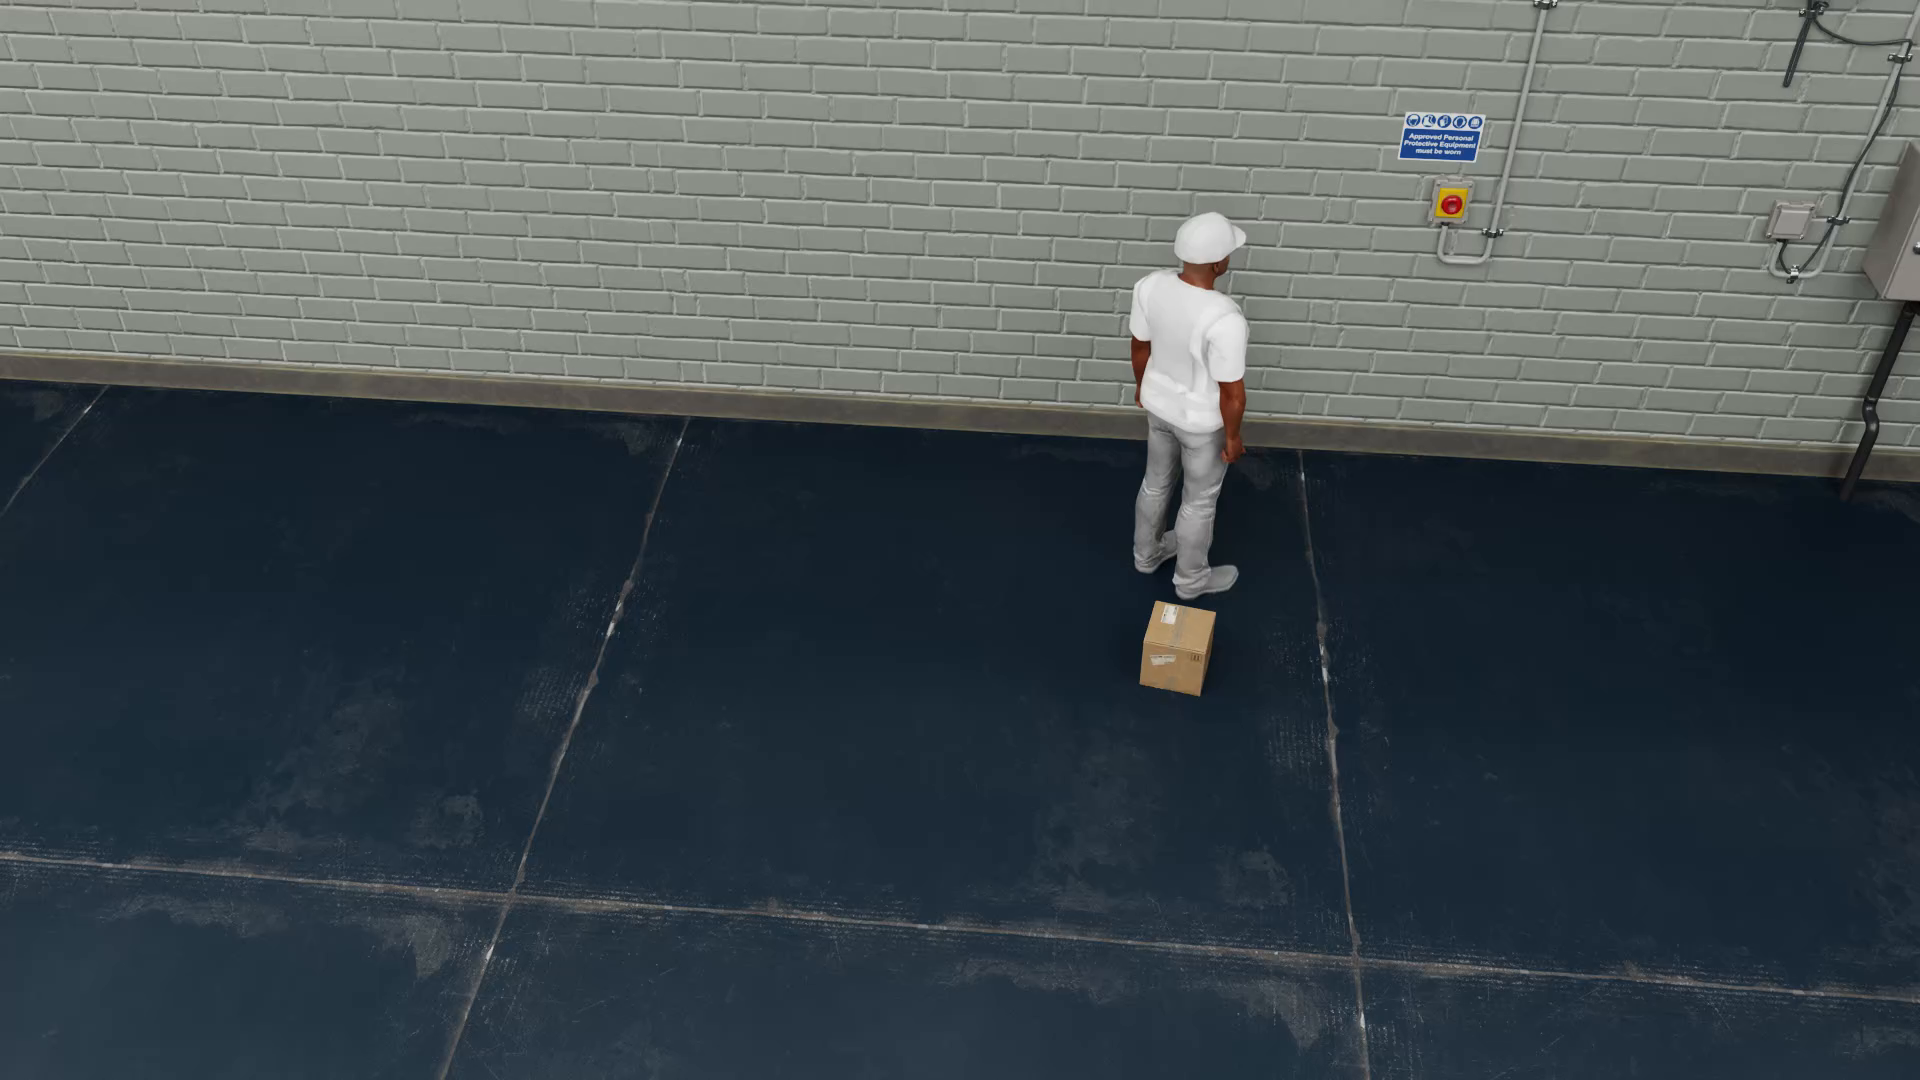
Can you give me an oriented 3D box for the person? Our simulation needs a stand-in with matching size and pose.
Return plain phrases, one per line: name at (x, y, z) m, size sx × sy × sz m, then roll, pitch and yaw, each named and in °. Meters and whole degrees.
person at (0.946, -0.543, 6.784) m, size 0.369 × 1.771 × 0.551 m, roll -29°, pitch 48°, yaw -31°
